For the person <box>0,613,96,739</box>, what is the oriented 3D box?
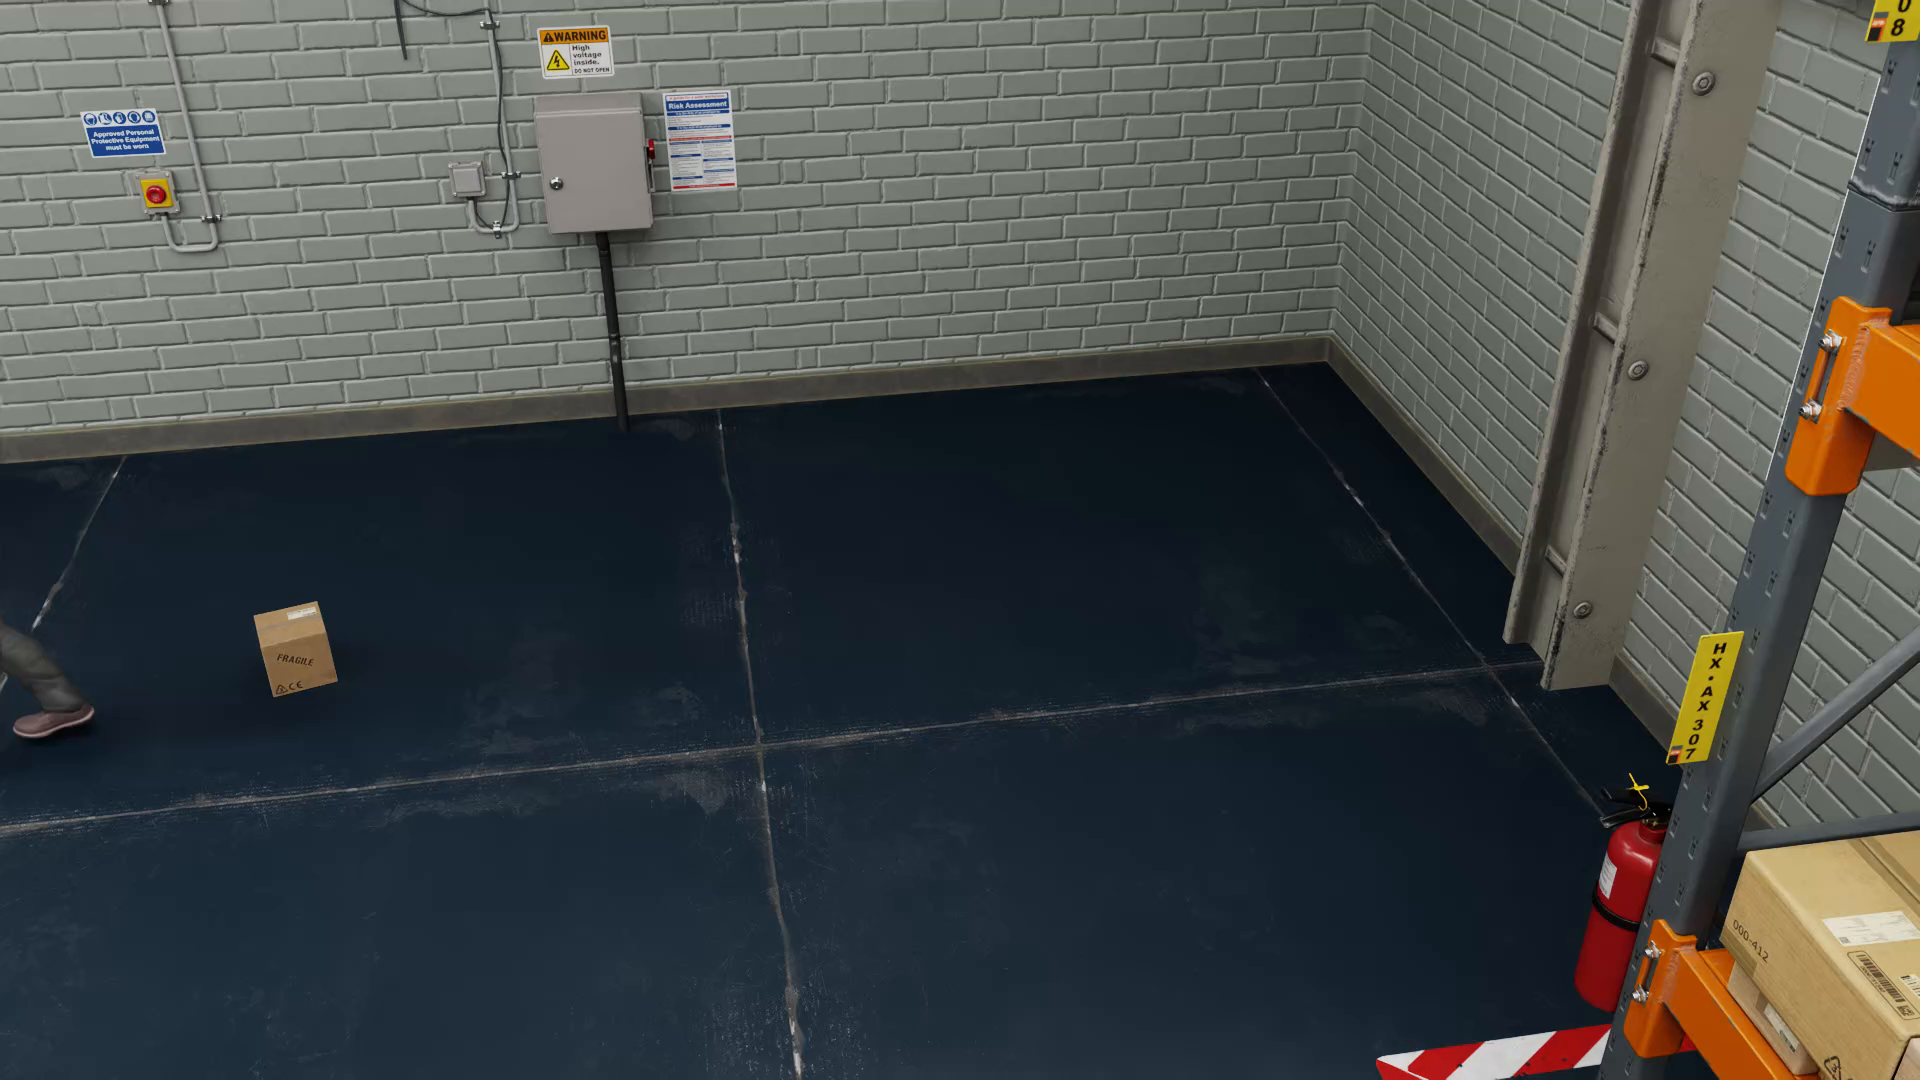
[{"bbox_3d":[-3.820,0.107,5.935,0.964,1.598,0.479,-5,31,-9],"label":"person"}]
